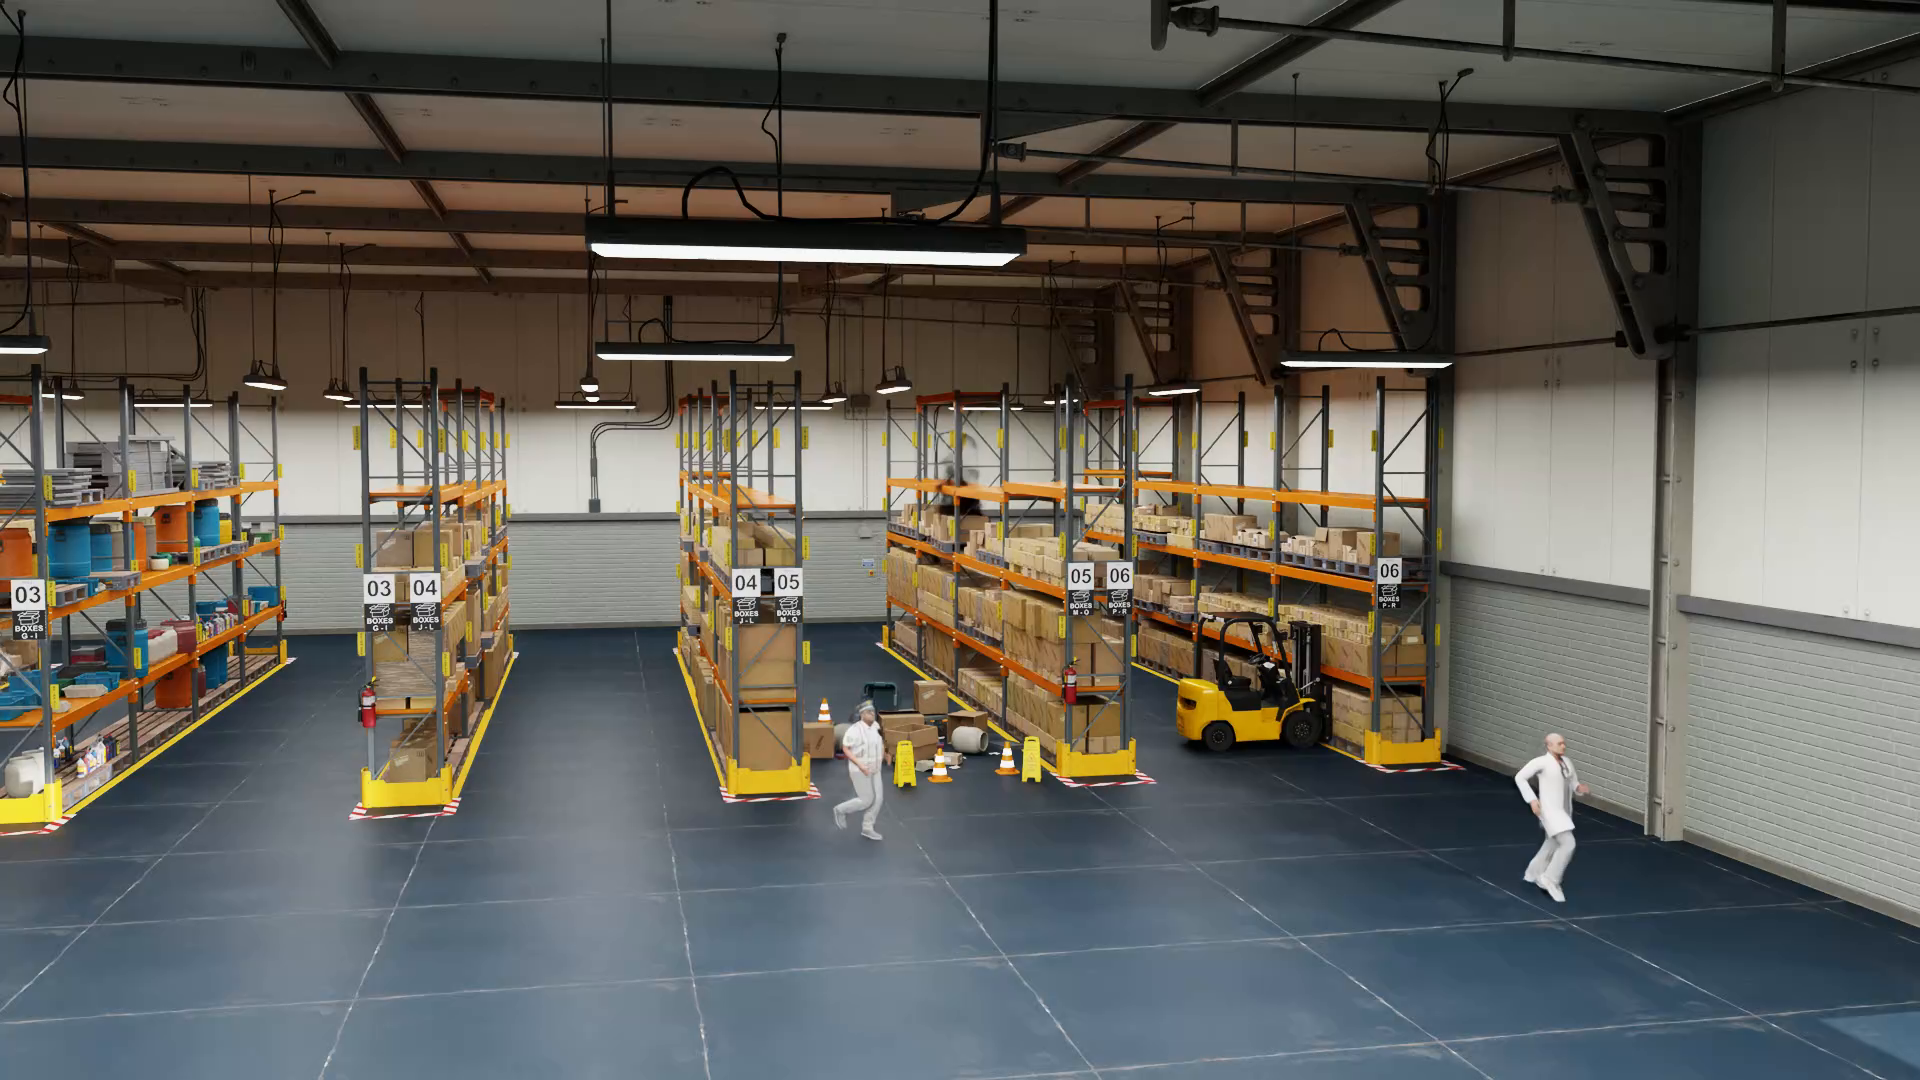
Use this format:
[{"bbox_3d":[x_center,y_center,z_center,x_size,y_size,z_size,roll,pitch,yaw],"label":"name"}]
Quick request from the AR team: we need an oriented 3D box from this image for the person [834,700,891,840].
[{"bbox_3d":[-1.198,2.889,21.027,0.603,1.761,0.659,3,4,36],"label":"person"}]

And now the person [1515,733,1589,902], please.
[{"bbox_3d":[6.532,2.998,18.250,0.671,1.753,0.798,-3,4,-38],"label":"person"}]
